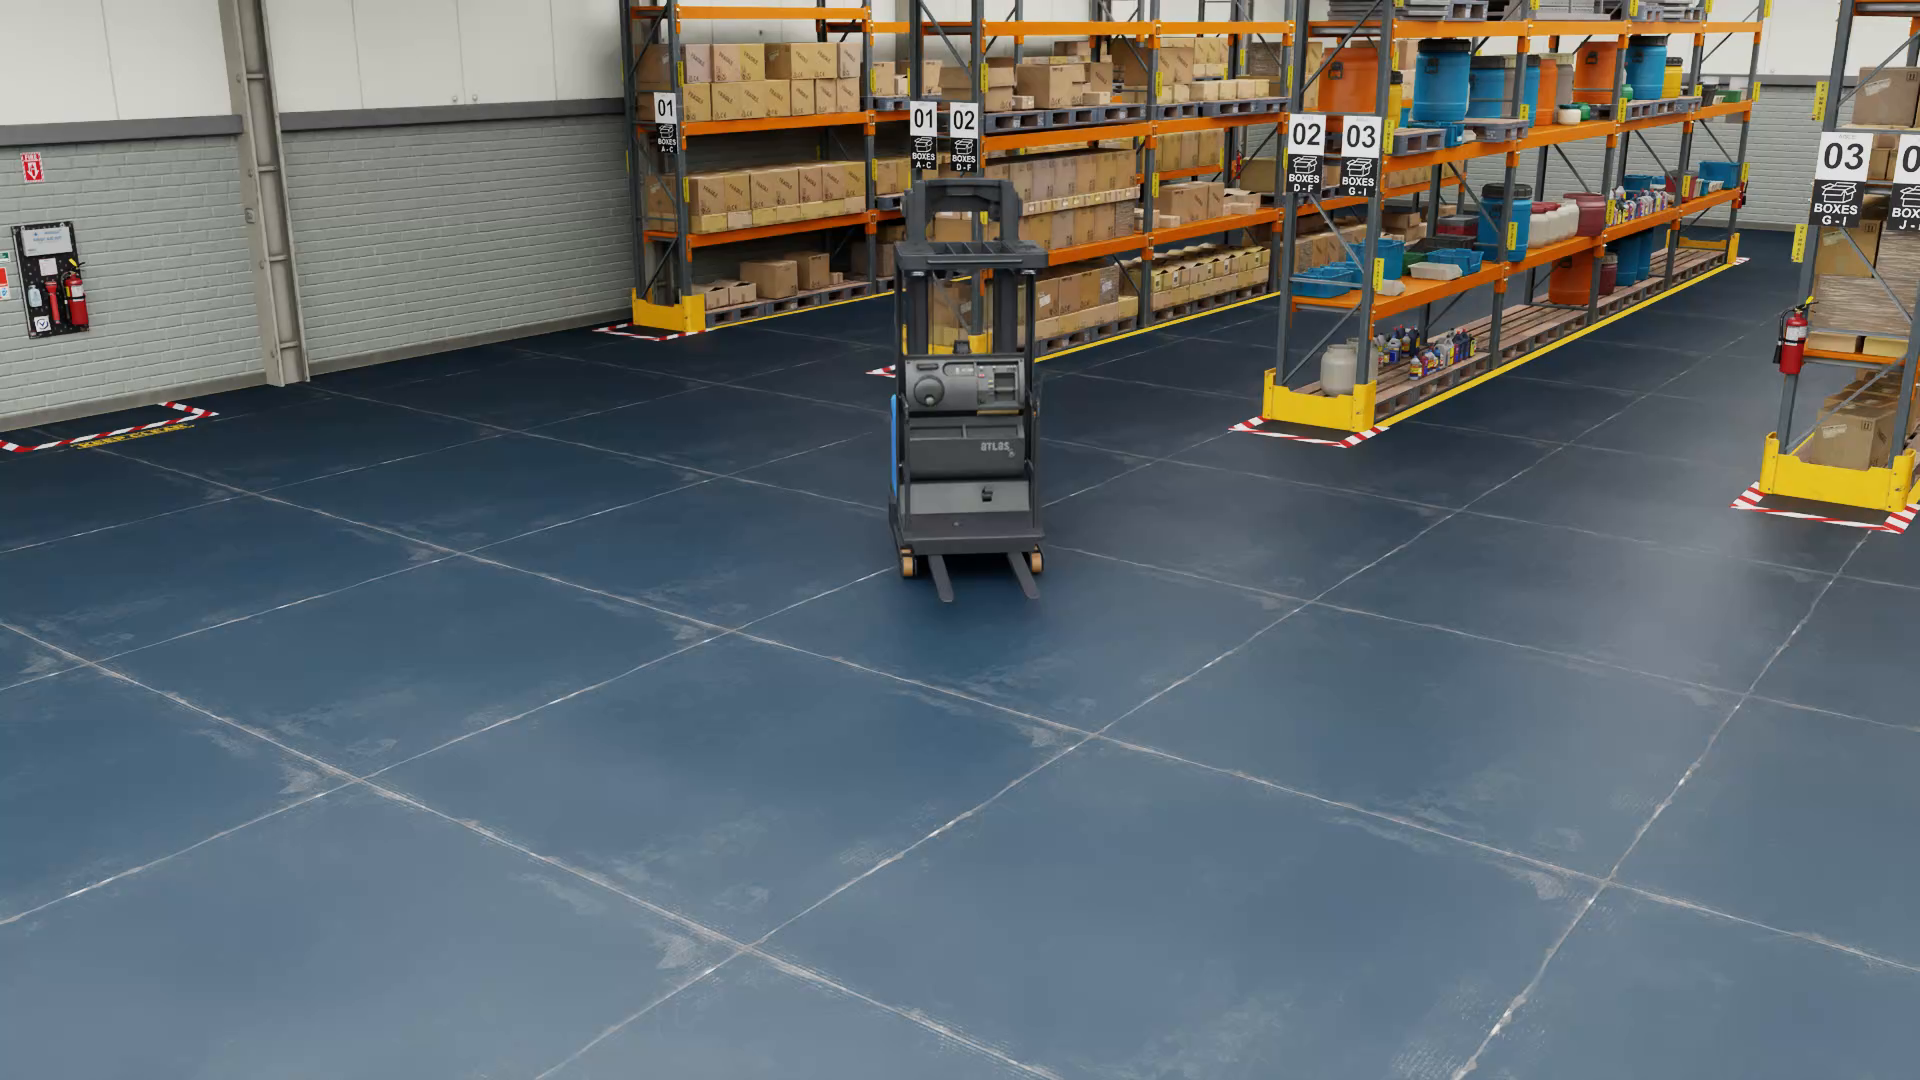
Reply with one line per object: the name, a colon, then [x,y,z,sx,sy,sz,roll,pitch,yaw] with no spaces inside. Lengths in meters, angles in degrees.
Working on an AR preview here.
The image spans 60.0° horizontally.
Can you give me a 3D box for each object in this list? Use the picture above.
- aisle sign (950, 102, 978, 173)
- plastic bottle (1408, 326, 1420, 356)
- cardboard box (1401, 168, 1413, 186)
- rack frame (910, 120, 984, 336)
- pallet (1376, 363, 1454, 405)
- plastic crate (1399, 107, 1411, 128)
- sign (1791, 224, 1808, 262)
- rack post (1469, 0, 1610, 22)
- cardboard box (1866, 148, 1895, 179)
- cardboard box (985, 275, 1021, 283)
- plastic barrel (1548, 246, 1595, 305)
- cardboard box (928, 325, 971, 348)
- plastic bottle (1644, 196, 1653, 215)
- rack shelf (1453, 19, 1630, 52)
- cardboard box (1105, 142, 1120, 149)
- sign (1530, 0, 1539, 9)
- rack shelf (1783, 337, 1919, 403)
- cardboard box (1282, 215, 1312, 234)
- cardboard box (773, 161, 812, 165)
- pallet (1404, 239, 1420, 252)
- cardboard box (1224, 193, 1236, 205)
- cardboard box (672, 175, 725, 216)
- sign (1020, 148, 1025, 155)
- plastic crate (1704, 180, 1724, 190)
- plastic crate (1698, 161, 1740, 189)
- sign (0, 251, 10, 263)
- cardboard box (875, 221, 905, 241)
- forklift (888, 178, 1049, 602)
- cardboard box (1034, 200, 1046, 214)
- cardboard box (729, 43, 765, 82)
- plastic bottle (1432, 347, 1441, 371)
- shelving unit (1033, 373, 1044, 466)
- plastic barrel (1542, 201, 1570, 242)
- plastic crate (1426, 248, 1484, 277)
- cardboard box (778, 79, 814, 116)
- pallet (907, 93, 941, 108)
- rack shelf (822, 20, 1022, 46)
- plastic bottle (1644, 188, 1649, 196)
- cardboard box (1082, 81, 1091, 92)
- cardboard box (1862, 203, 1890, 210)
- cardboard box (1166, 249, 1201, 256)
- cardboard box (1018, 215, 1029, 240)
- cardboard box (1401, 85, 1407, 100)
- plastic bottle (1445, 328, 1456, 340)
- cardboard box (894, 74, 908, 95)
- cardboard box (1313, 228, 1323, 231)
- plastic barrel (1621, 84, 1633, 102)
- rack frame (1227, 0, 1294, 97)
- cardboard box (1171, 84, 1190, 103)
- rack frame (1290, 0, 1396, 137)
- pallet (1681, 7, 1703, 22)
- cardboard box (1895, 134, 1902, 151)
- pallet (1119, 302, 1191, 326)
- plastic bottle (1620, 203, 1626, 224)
aisle sign: [0.047,-4.716,19.489,0.394,0.787,0.004,12,21,35]
plastic bottle: [5.501,-2.421,20.208,0.144,0.351,0.185,12,21,35]
cardboard box: [7.815,-6.646,29.919,0.500,0.500,0.500,13,21,36]
rack frame: [-0.160,-3.544,20.099,1.000,3.000,0.127,12,21,35]
pallet: [5.039,-1.845,19.328,1.003,0.211,1.213,12,21,35]
plastic crate: [4.711,-4.600,18.469,0.392,0.384,0.575,12,21,35]
sign: [7.360,-2.600,14.572,0.100,0.325,0.005,12,21,35]
rack post: [7.304,-7.065,20.986,1.013,1.000,3.121,12,21,35]
cardboard box: [7.877,-3.314,14.551,0.500,0.250,0.500,13,21,36]
cardboard box: [0.505,-3.211,21.690,0.500,0.500,0.500,12,21,35]
plastic barrel: [8.861,-3.857,24.058,0.600,0.830,0.708,12,21,35]
cardboard box: [-0.077,-2.612,21.024,0.500,0.250,0.500,12,21,35]
plastic bottle: [10.473,-5.109,25.347,0.152,0.276,0.135,12,21,35]
rack shelf: [7.391,-6.428,21.156,1.077,0.370,4.000,12,21,35]
cardboard box: [2.641,-7.199,31.163,0.500,0.500,0.500,13,21,35]
sign: [6.635,-6.286,19.165,0.100,0.325,0.005,12,21,35]
rack shelf: [8.986,-1.926,16.100,1.077,0.370,4.000,12,21,35]
cardboard box: [5.612,-5.347,28.113,0.500,0.250,0.500,12,21,34]
cardboard box: [-2.516,-5.470,25.255,0.500,0.500,0.500,12,21,34]
pallet: [8.127,-5.526,31.182,1.003,0.211,1.213,12,21,35]
cardboard box: [3.919,-5.228,25.673,0.500,0.311,0.500,12,21,34]
cardboard box: [-3.614,-4.775,23.018,0.500,0.500,0.500,12,21,35]
sign: [1.068,-6.746,28.589,0.100,0.325,0.005,12,21,35]
plastic crate: [13.009,-6.155,28.851,0.396,0.136,0.243,12,21,35]
plastic crate: [13.300,-6.412,29.172,0.616,0.435,0.499,12,21,35]
sign: [-9.898,-2.884,17.018,0.001,0.109,0.331,12,21,35]
cardboard box: [-1.072,-5.030,27.091,0.500,0.250,0.500,12,21,34]
forklift: [0.064,-1.215,12.713,1.130,2.935,3.031,-2,17,-6]
cardboard box: [0.861,-4.203,20.959,0.380,0.149,0.250,12,21,33]
cardboard box: [-3.080,-6.670,23.217,0.500,0.500,0.500,13,22,36]
plastic bottle: [5.531,-2.106,19.325,0.097,0.271,0.097,0,17,0]
shelving unit: [0.523,-0.883,14.533,0.189,1.200,0.258,21,26,38]
plastic barrel: [7.890,-4.244,22.163,0.421,0.512,0.421,0,17,0]
plastic crate: [5.758,-3.238,19.364,0.499,0.251,0.616,12,21,35]
cardboard box: [-2.471,-6.440,24.165,0.500,0.500,0.500,11,21,33]
pallet: [-0.688,-7.090,26.776,1.213,0.211,1.003,12,21,35]
rack shelf: [-0.565,-8.178,26.793,1.077,0.370,4.000,12,21,35]
plastic bottle: [10.566,-5.251,25.680,0.144,0.351,0.185,12,21,35]
cardboard box: [1.390,-5.952,22.002,0.500,0.311,0.500,11,20,32]
cardboard box: [8.516,-2.874,15.583,0.500,0.500,0.500,12,21,35]
cardboard box: [3.447,-4.284,25.465,0.500,0.311,0.500,12,21,33]
cardboard box: [0.438,-3.827,20.841,0.700,0.500,0.500,13,22,36]
cardboard box: [7.479,-7.835,29.113,0.500,0.250,0.500,12,21,35]
plastic bottle: [5.931,-2.387,20.097,0.144,0.351,0.185,12,21,35]
cardboard box: [-1.000,-7.225,26.335,0.500,0.311,0.500,13,22,36]
cardboard box: [5.894,-5.100,28.582,0.500,0.500,0.500,13,21,35]
plastic barrel: [9.399,-6.344,23.611,0.294,0.245,0.294,0,17,0]
rack frame: [4.607,-8.315,25.345,1.000,3.000,0.127,12,21,35]
cardboard box: [2.924,-6.335,23.572,0.500,0.250,0.500,10,20,29]
rack frame: [3.816,-5.533,16.388,1.000,3.000,0.127,12,21,35]
pallet: [10.498,-7.908,25.027,1.003,0.211,1.213,12,21,35]
cardboard box: [8.144,-3.369,14.057,0.380,0.149,0.250,12,21,34]
pallet: [2.631,-3.348,24.168,1.003,0.211,1.213,12,21,35]
plastic bottle: [9.630,-4.753,24.187,0.061,0.283,0.133,12,21,35]
